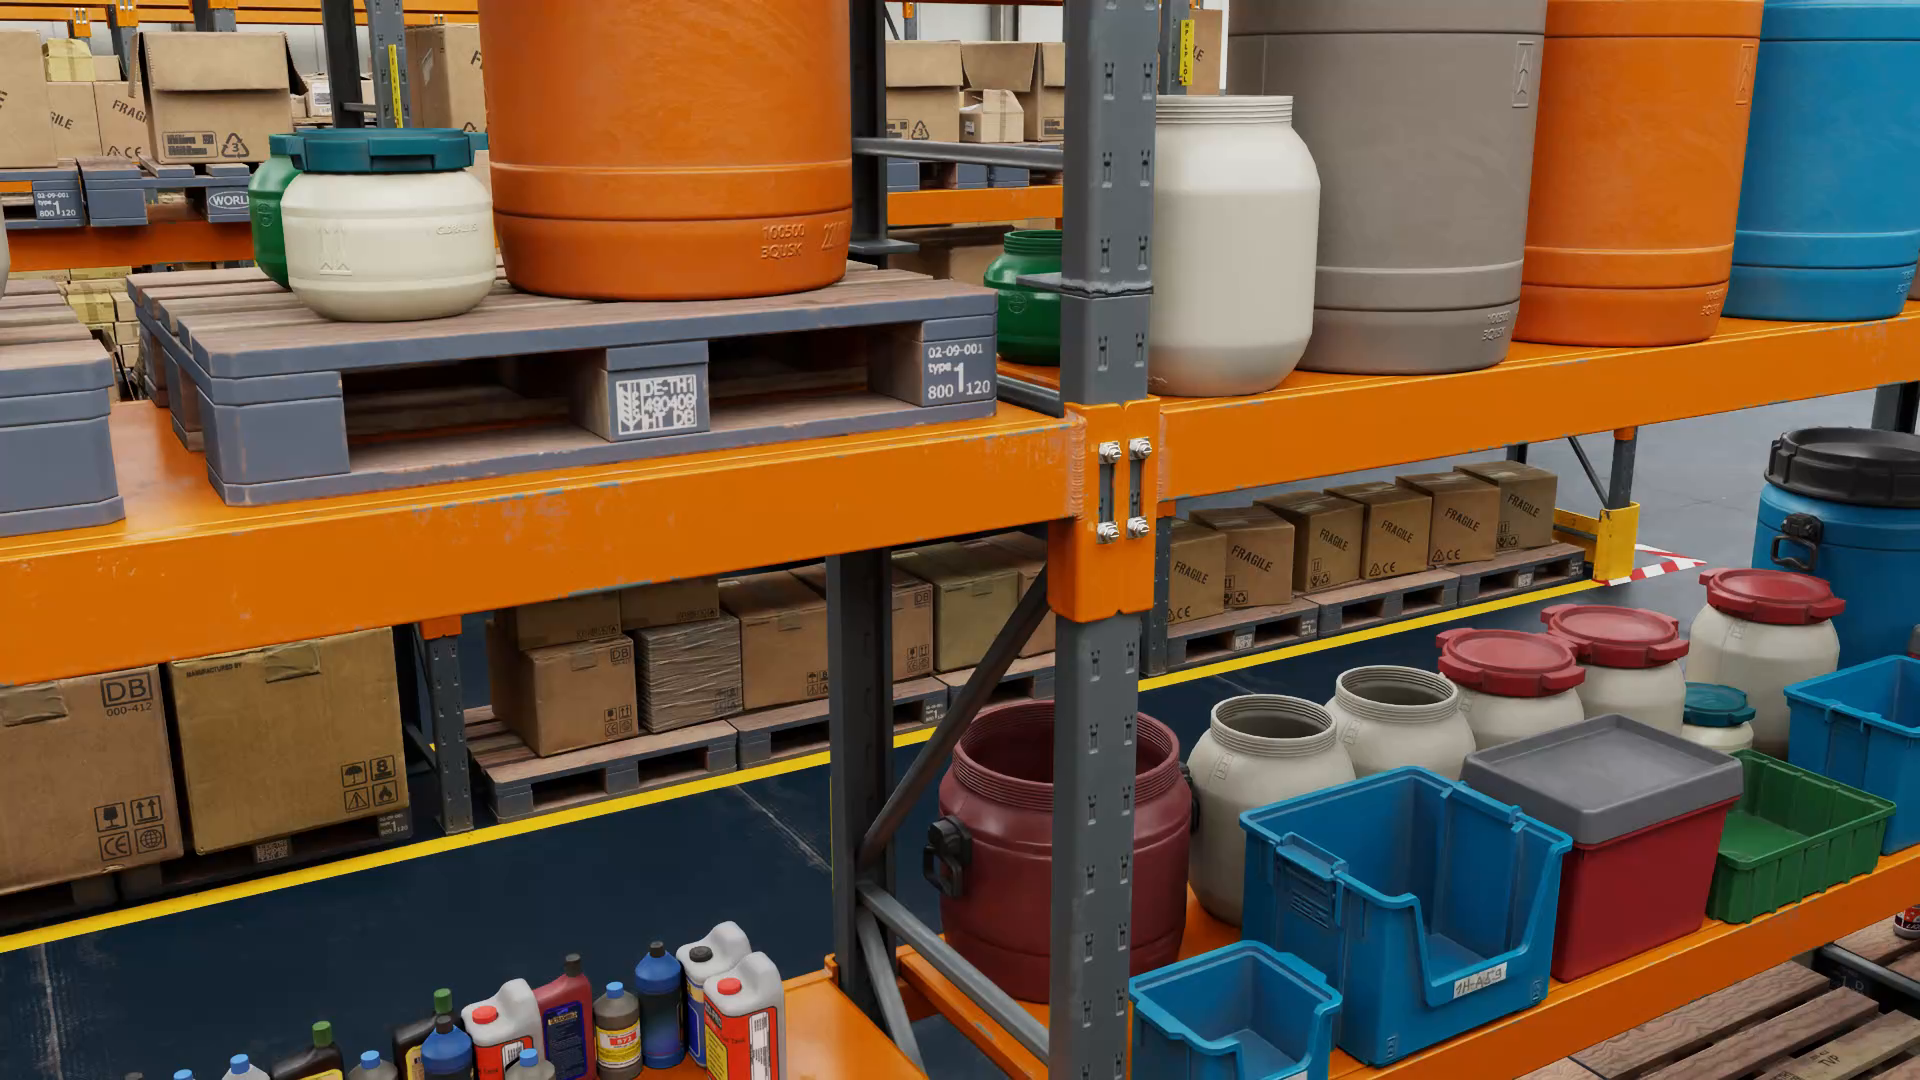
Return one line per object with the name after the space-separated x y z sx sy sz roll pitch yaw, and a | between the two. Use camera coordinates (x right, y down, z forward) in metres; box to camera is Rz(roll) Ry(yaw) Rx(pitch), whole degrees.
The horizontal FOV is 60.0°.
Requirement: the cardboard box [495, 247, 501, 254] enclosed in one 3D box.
-3.749 -2.108 12.336 0.500 0.500 0.700 -10 18 -31 | cardboard box

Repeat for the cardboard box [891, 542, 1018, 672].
-0.070 0.363 9.372 0.500 0.500 0.700 -9 18 -30 | cardboard box

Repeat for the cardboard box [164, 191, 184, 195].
-9.611 -4.192 20.420 0.250 0.149 0.380 -9 18 -30 | cardboard box

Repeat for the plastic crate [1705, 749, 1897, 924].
2.089 0.785 4.446 0.662 0.188 0.450 -9 18 -30 | plastic crate

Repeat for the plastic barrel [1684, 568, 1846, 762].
2.503 0.392 5.202 0.433 0.535 0.433 0 16 0 | plastic barrel

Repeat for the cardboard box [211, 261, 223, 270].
-7.013 -2.622 15.895 0.250 0.149 0.380 -11 19 -33 | cardboard box

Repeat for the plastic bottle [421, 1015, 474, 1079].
-1.008 1.067 3.285 0.097 0.271 0.097 0 16 0 | plastic bottle

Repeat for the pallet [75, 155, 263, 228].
-3.068 -1.466 6.876 1.003 0.211 1.213 -8 18 -27 | pallet

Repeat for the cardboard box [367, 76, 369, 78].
-7.272 -5.706 20.853 0.500 0.311 0.500 -10 18 -31 | cardboard box

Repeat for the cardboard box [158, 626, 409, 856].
-3.145 0.697 7.523 0.875 0.875 1.225 -10 19 -32 | cardboard box

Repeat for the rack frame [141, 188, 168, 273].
-7.647 -2.508 15.798 0.127 3.000 1.000 -9 18 -30 | rack frame

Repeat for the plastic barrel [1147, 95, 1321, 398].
0.432 -0.539 3.011 0.421 0.512 0.421 0 16 0 | plastic barrel

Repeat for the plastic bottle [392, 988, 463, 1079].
-1.065 1.045 3.340 0.133 0.283 0.061 -9 18 -30 | plastic bottle

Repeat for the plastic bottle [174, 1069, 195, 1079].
-1.435 1.117 3.107 0.097 0.271 0.097 0 16 0 | plastic bottle

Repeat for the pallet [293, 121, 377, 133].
-4.486 -2.831 11.746 1.003 0.211 1.213 -8 18 -27 | pallet

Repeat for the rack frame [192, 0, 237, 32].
-5.011 -4.265 10.953 0.127 3.000 1.000 -9 18 -30 | rack frame

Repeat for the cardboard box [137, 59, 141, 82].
-5.224 -3.121 10.826 0.258 0.266 0.396 -9 18 -30 | cardboard box

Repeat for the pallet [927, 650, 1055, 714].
0.219 0.681 9.591 1.213 0.211 1.003 -9 18 -30 | pallet

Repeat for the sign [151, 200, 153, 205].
-7.358 -2.937 15.185 0.005 0.325 0.100 -9 18 -30 | sign

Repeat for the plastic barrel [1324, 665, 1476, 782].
1.141 0.626 4.410 0.421 0.512 0.421 0 16 0 | plastic barrel

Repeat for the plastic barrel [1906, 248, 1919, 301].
2.552 -1.099 4.286 0.600 0.901 0.600 0 16 0 | plastic barrel

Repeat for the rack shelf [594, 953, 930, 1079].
-1.707 1.556 2.636 4.000 0.370 1.077 -9 18 -30 | rack shelf

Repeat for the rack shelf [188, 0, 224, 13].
-6.725 -3.448 10.112 4.000 0.370 1.077 -9 18 -30 | rack shelf

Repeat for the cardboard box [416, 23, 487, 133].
-2.008 -1.954 7.153 0.500 0.500 0.500 -9 18 -29 | cardboard box

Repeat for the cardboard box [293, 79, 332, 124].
-6.354 -4.220 16.159 0.637 0.503 0.797 -9 18 -30 | cardboard box

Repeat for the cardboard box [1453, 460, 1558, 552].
3.771 -0.242 11.570 0.500 0.500 0.500 -6 17 -19 | cardboard box

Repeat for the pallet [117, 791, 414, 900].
-3.258 1.220 7.666 1.213 0.211 1.003 -9 18 -30 | pallet

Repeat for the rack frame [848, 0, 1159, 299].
0.008 -1.957 2.721 0.127 3.000 1.000 -9 18 -30 | rack frame

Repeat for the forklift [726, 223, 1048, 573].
-0.848 -1.260 11.474 3.031 2.935 1.130 -10 19 -32 | forklift

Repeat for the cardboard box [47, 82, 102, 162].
-5.791 -2.658 10.592 0.500 0.500 0.500 -9 18 -30 | cardboard box

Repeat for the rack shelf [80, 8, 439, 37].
-8.492 -6.283 20.226 4.000 0.370 1.077 -9 18 -30 | rack shelf

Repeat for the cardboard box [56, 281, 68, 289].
-8.376 -2.230 15.087 0.500 0.250 0.500 -9 18 -29 | cardboard box

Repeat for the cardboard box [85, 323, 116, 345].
-5.652 -1.352 10.812 0.250 0.149 0.380 -9 18 -28 | cardboard box

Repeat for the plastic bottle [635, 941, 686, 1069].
-0.643 0.988 3.565 0.097 0.271 0.097 0 16 0 | plastic bottle

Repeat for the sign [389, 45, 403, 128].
-2.264 -1.817 6.671 0.005 0.325 0.100 -9 18 -30 | sign

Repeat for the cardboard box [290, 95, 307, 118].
-4.642 -2.959 11.355 0.250 0.149 0.380 -10 19 -32 | cardboard box

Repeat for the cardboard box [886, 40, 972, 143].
-0.375 -2.293 8.507 0.637 0.503 0.797 -8 18 -27 | cardboard box

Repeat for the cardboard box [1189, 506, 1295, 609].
1.736 0.103 10.338 0.500 0.500 0.500 -3 16 -12 | cardboard box

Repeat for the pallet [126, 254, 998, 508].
-0.698 -0.338 2.852 1.213 0.211 1.003 -9 18 -30 | pallet

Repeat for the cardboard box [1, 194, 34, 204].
-8.391 -2.831 14.916 0.500 0.500 0.500 -9 18 -29 | cardboard box

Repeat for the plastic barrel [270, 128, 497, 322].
-0.836 -0.466 2.435 0.301 0.262 0.301 0 16 0 | plastic barrel

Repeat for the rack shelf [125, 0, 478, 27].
-5.932 -5.135 16.131 4.000 0.370 1.077 -9 18 -30 | rack shelf

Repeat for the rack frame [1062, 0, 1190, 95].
0.886 -3.659 8.792 0.127 3.000 1.000 -9 18 -30 | rack frame

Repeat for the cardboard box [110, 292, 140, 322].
-5.411 -1.535 10.915 0.250 0.149 0.380 -9 18 -30 | cardboard box

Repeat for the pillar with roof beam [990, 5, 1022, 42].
2.950 -7.606 22.871 0.400 9.000 9.100 -9 18 -30 | pillar with roof beam

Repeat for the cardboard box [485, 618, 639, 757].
-1.979 0.679 8.245 0.500 0.500 0.700 -10 19 -33 | cardboard box

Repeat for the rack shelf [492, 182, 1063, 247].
-0.829 -1.591 8.302 4.000 0.370 1.077 -9 18 -30 | rack shelf
